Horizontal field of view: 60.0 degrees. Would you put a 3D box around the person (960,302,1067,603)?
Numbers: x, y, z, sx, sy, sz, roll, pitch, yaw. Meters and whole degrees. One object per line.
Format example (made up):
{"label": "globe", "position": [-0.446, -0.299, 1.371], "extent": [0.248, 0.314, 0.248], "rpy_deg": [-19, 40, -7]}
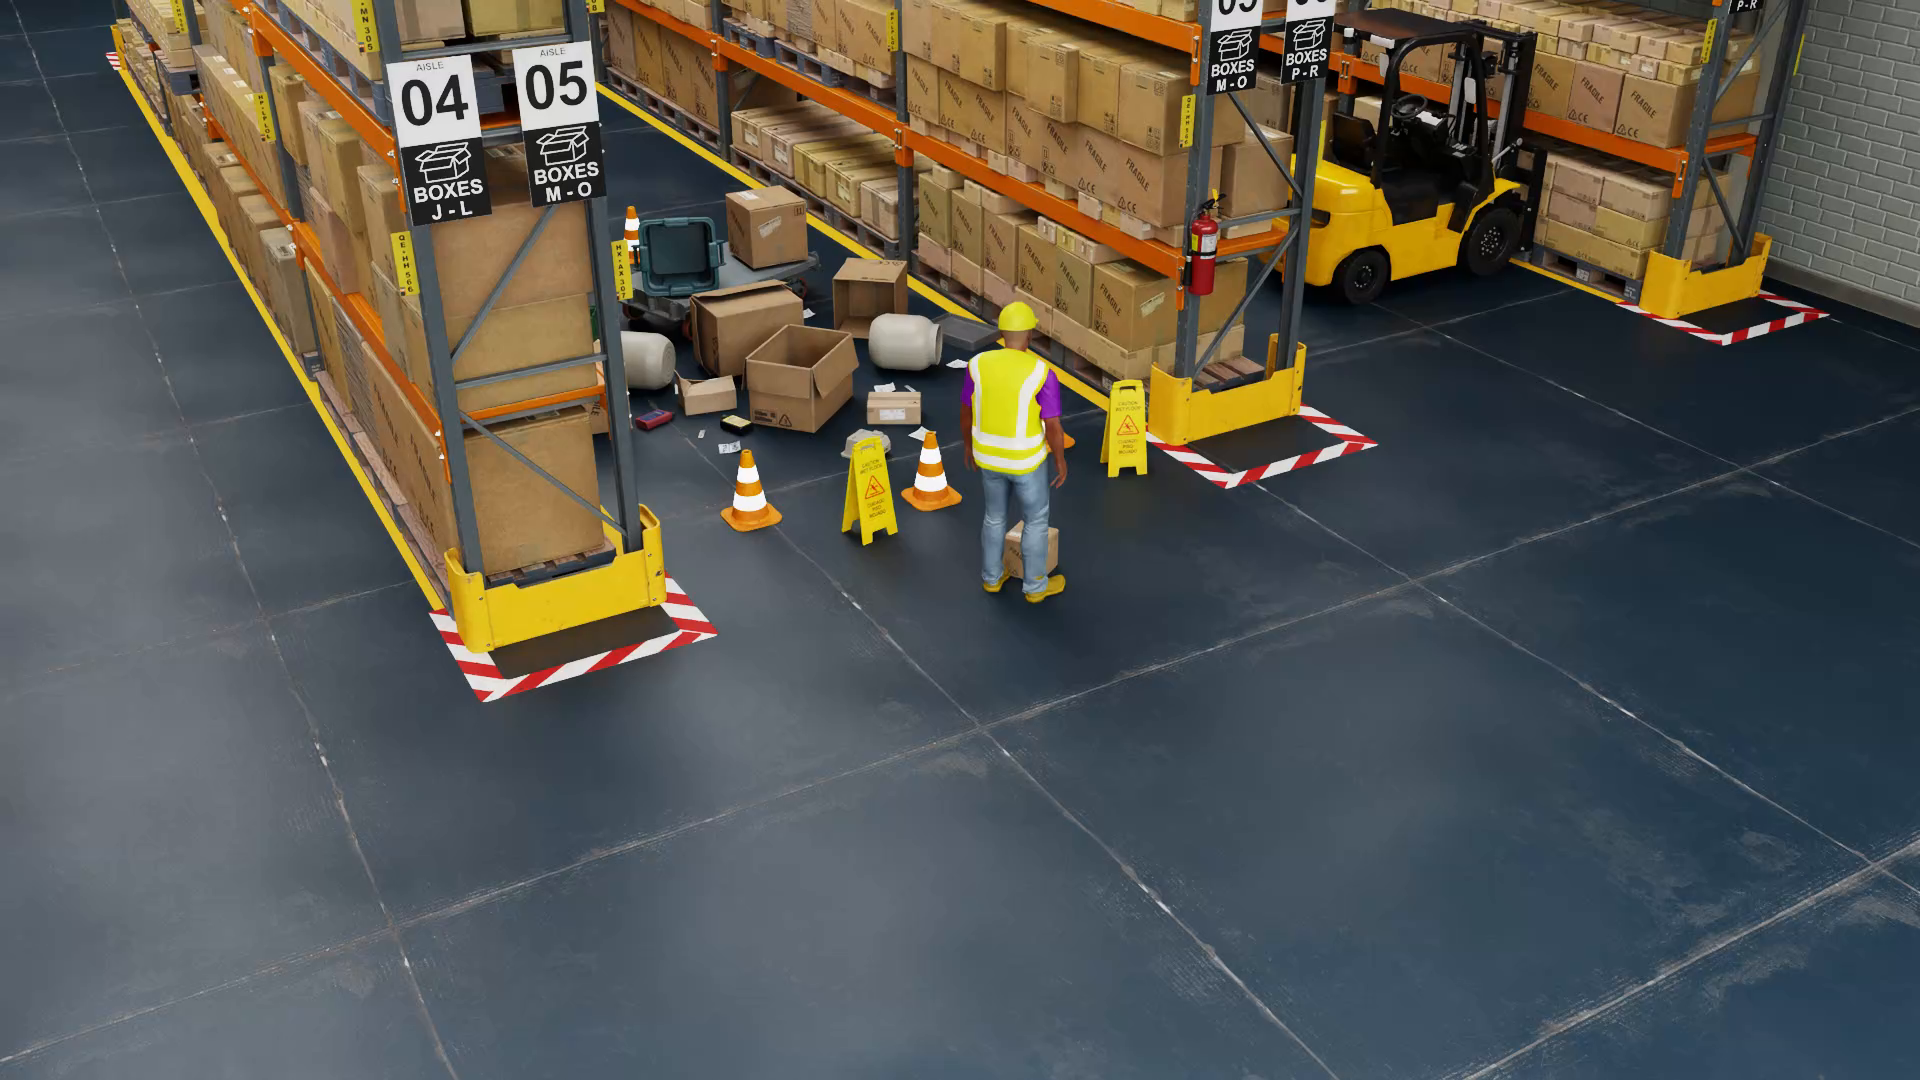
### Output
{"label": "person", "position": [0.309, -0.493, 9.442], "extent": [0.631, 1.759, 0.461], "rpy_deg": [13, 32, 23]}
